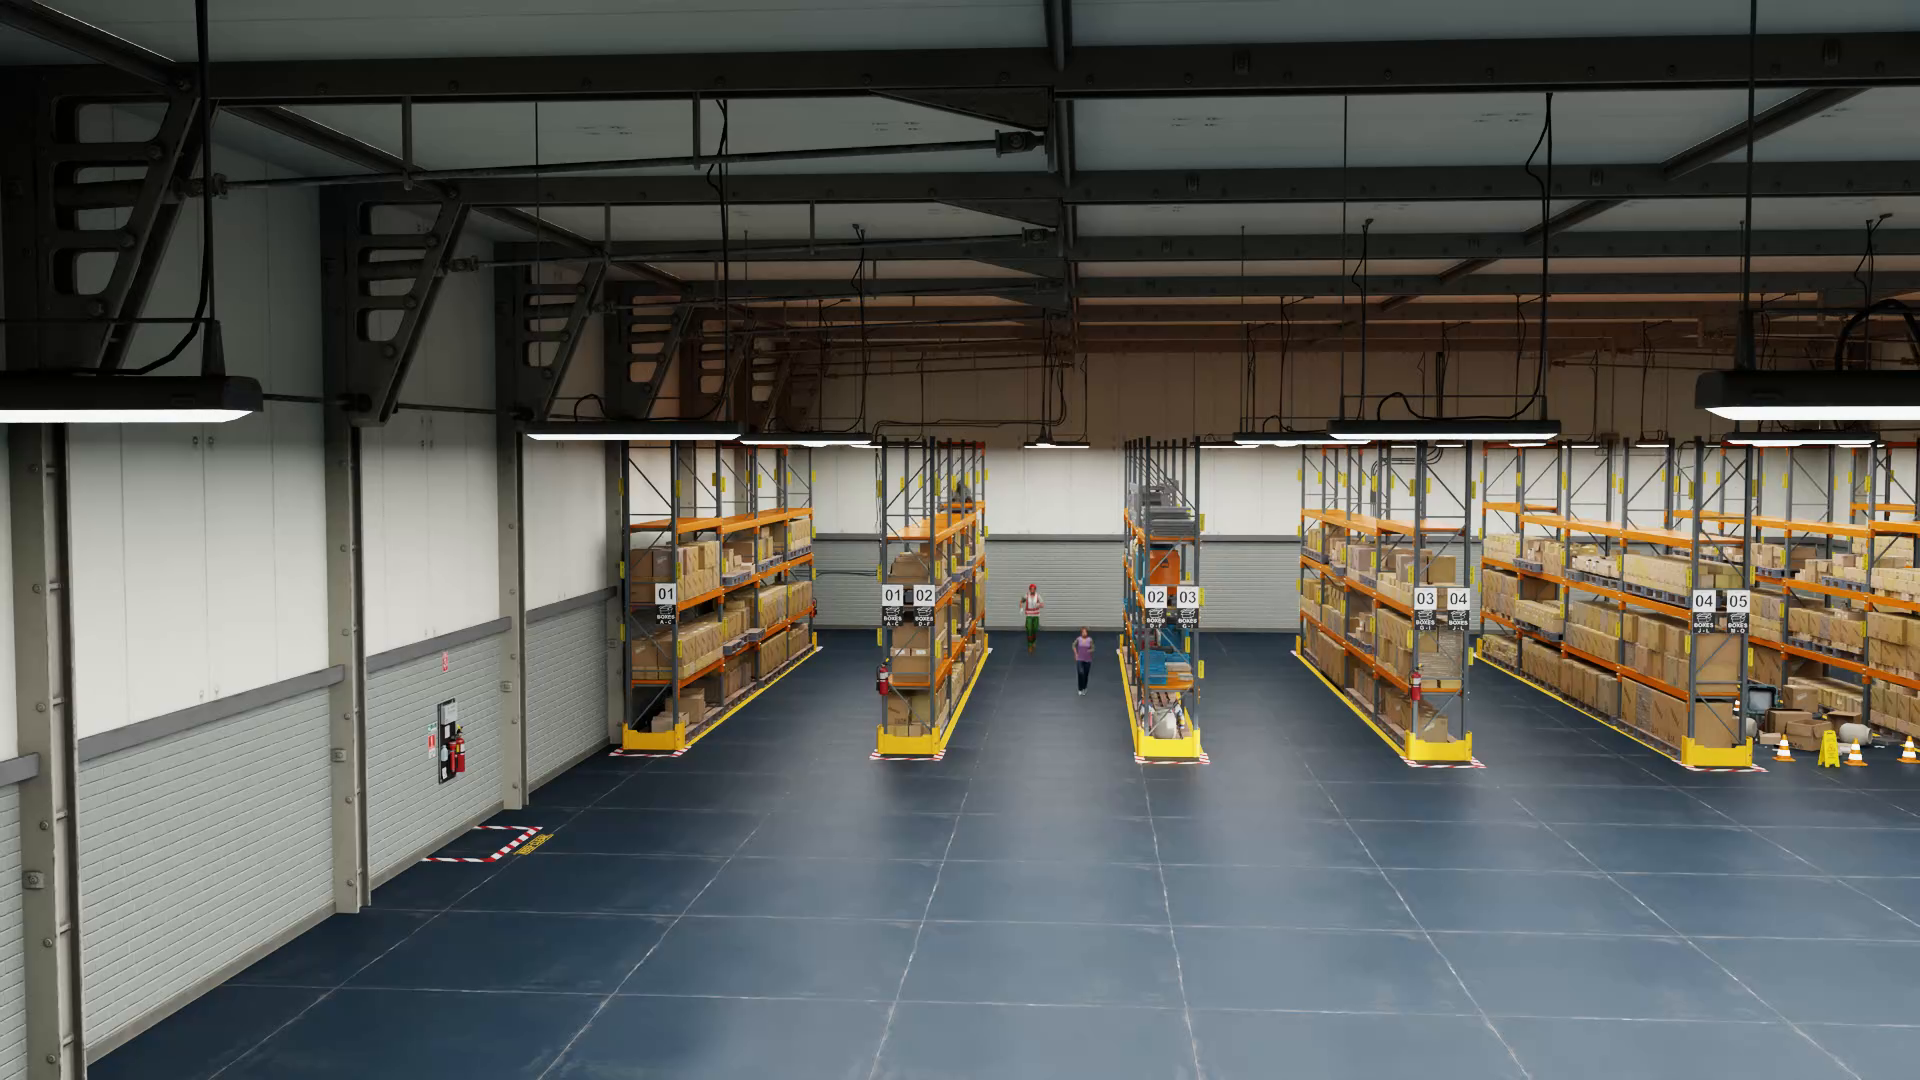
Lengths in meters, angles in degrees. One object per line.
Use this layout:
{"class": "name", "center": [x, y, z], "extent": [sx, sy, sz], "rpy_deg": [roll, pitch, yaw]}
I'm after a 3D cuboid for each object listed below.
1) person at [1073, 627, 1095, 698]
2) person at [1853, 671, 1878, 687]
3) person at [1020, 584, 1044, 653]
{"class": "person", "center": [2.894, 2.852, 38.807], "extent": [0.517, 1.639, 0.714], "rpy_deg": [0, 3, 1]}
{"class": "person", "center": [21.153, 2.833, 38.890], "extent": [0.597, 1.688, 0.976], "rpy_deg": [0, 3, 4]}
{"class": "person", "center": [1.978, 2.128, 45.522], "extent": [0.651, 1.861, 0.807], "rpy_deg": [0, 3, -6]}
